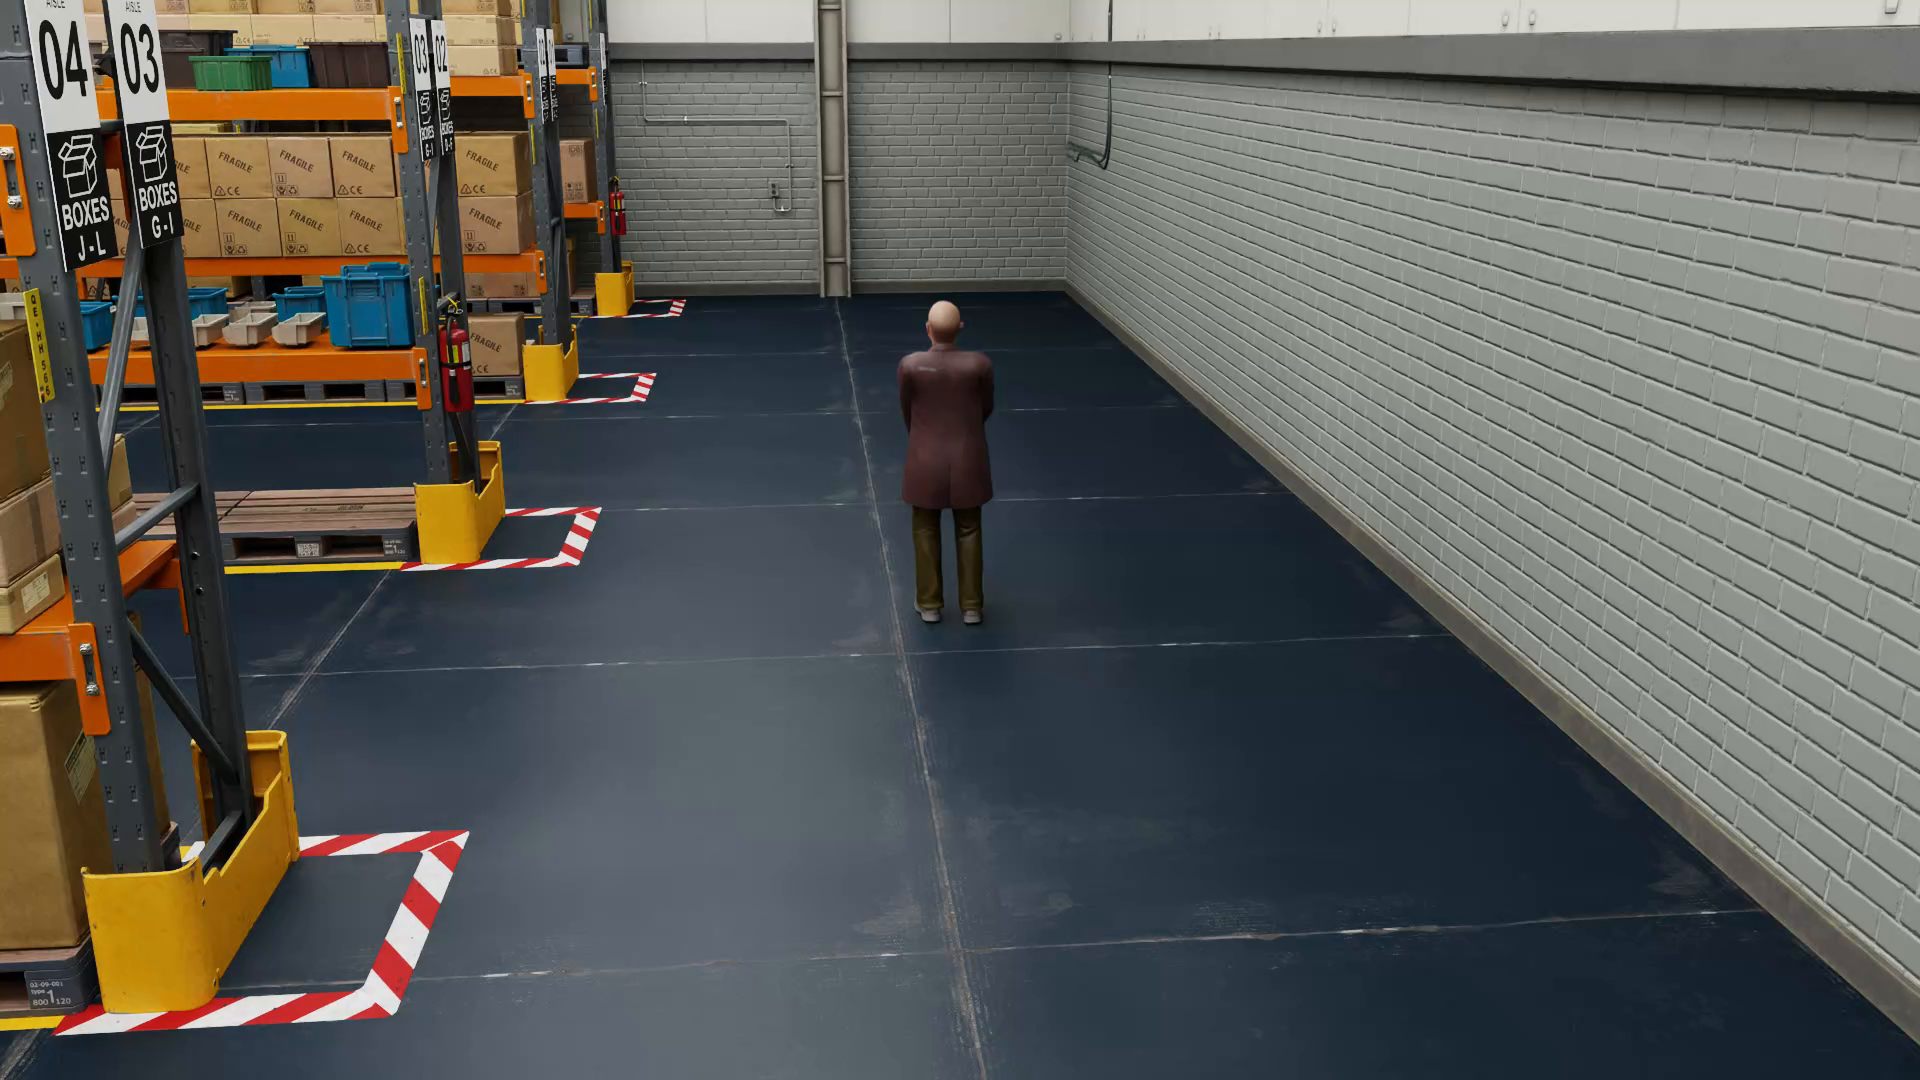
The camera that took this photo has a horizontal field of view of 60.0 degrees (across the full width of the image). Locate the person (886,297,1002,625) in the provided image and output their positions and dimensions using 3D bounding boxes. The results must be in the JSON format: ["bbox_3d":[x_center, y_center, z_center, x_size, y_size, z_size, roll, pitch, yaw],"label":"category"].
[{"bbox_3d":[-0.084,-0.421,8.990,0.631,1.773,0.427,-2,17,-8],"label":"person"}]
